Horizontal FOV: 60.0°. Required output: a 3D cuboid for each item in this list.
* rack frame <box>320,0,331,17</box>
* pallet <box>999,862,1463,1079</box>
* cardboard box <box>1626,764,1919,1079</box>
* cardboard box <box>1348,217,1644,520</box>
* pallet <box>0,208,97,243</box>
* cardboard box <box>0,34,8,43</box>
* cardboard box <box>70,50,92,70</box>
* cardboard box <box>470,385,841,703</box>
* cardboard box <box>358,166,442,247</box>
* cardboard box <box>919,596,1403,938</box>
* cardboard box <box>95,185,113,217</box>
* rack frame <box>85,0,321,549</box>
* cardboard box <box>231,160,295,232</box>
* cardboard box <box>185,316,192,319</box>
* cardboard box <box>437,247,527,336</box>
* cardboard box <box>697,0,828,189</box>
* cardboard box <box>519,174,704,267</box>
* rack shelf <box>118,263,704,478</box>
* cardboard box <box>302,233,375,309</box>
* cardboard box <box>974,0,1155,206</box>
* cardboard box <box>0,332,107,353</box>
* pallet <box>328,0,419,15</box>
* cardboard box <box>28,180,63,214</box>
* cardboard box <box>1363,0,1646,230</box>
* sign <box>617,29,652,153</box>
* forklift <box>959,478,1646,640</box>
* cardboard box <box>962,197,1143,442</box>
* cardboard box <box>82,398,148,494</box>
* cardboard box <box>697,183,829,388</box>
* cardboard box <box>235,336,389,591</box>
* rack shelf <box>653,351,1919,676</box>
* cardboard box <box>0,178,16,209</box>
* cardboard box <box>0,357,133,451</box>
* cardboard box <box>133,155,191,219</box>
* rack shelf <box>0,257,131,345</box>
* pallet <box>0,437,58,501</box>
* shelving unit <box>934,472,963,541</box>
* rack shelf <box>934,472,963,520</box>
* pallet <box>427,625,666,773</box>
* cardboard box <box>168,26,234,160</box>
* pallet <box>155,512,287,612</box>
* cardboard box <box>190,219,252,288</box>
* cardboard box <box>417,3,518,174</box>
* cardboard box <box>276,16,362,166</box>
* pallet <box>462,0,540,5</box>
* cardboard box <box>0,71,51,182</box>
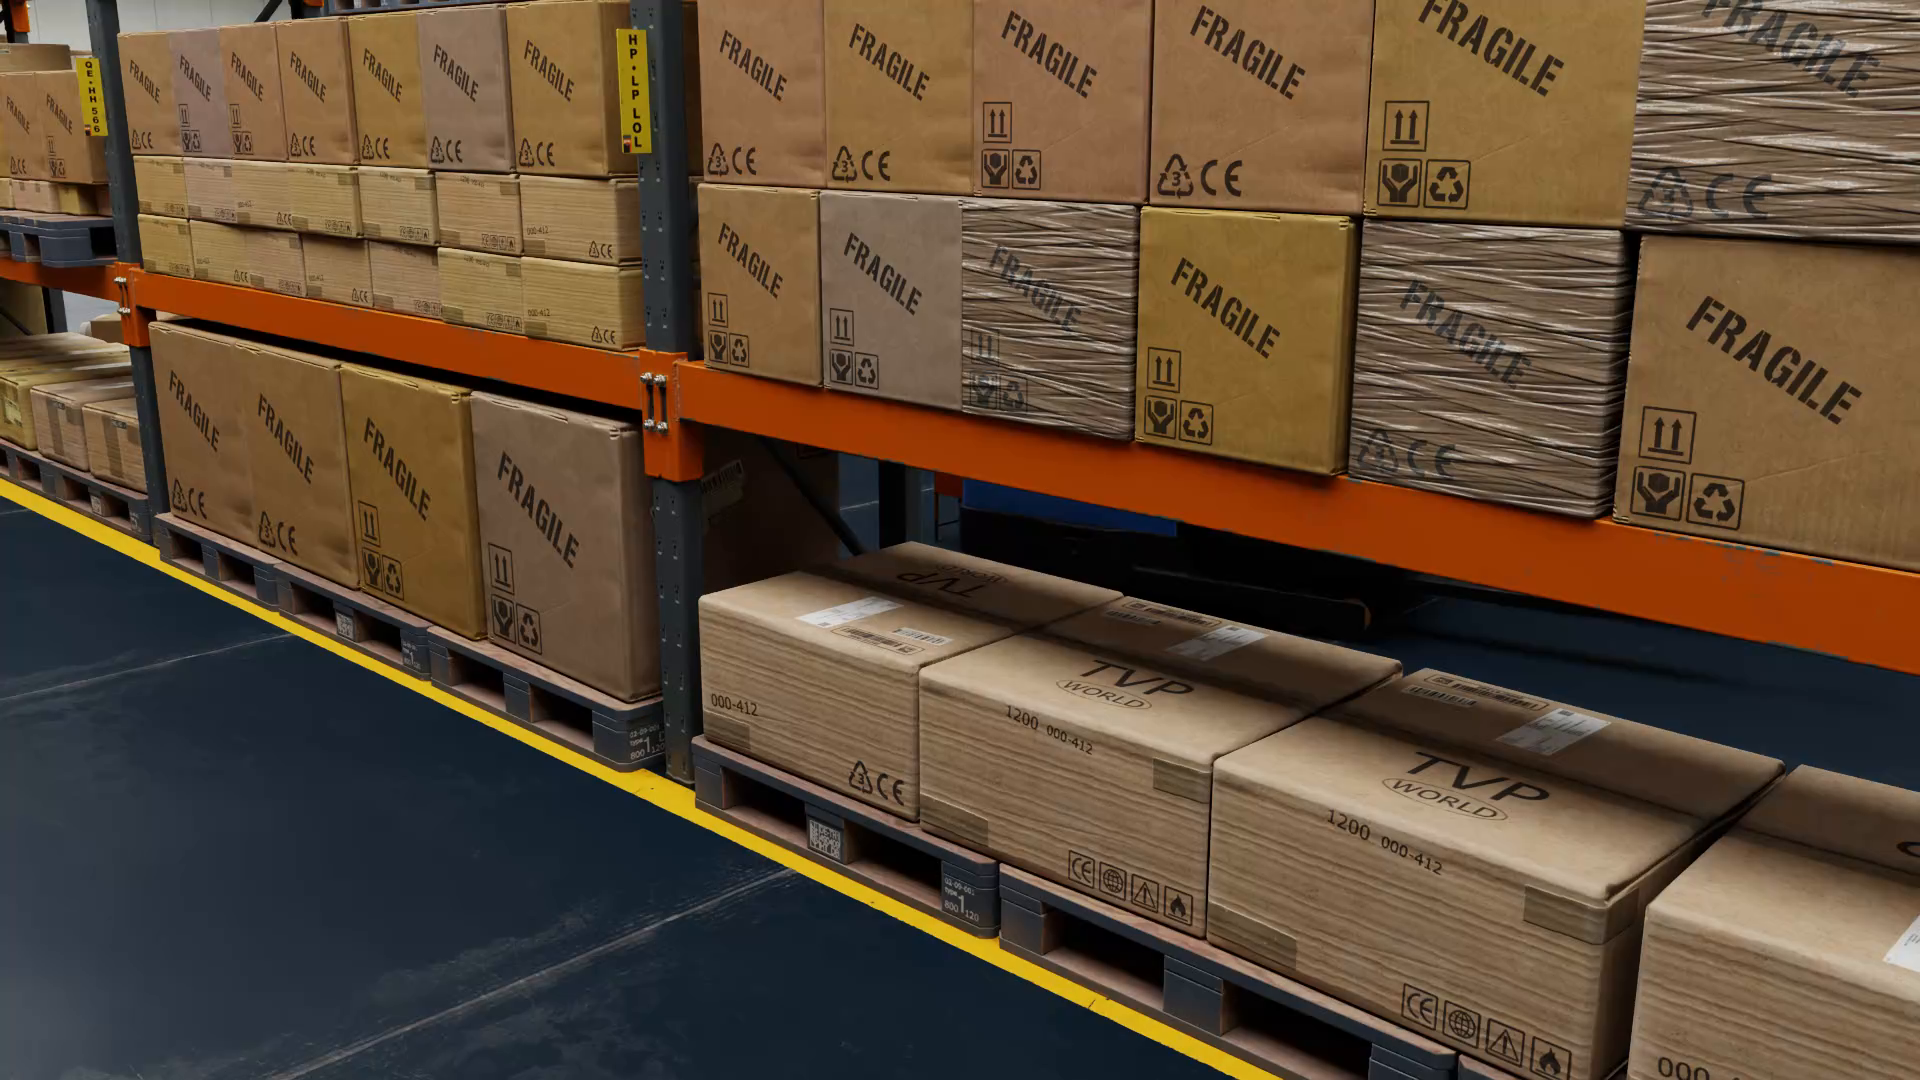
[{"bbox_3d":[-5.790,-3.816,16.627,0.127,3.000,1.000,14,20,42],"label":"rack frame"},{"bbox_3d":[0.861,0.911,4.018,1.213,0.211,1.003,14,20,42],"label":"pallet"},{"bbox_3d":[1.820,0.840,3.008,0.875,0.438,0.875,13,19,40],"label":"cardboard box"},{"bbox_3d":[1.106,-0.363,3.178,0.500,0.500,0.500,-14,20,-43],"label":"cardboard box"},{"bbox_3d":[-4.848,-1.746,9.063,1.213,0.211,1.003,14,20,42],"label":"pallet"},{"bbox_3d":[-6.440,-2.992,10.695,0.500,0.500,0.700,13,20,42],"label":"cardboard box"},{"bbox_3d":[-5.066,-2.707,9.465,0.250,0.149,0.380,13,19,40],"label":"cardboard box"},{"bbox_3d":[-1.017,-0.068,5.627,0.875,0.875,0.875,-14,20,-42],"label":"cardboard box"},{"bbox_3d":[-1.743,-1.177,5.808,0.500,0.250,0.500,-14,20,-43],"label":"cardboard box"},{"bbox_3d":[0.508,0.523,4.224,0.875,0.438,0.875,13,19,41],"label":"cardboard box"},{"bbox_3d":[-3.794,-1.596,7.773,0.380,0.149,0.250,-14,20,-42],"label":"cardboard box"},{"bbox_3d":[-3.394,-1.499,7.738,0.127,3.000,1.000,14,20,42],"label":"rack frame"},{"bbox_3d":[-2.479,-1.355,6.490,0.500,0.250,0.500,14,20,42],"label":"cardboard box"},{"bbox_3d":[-6.132,-1.844,14.010,0.637,0.503,0.797,1,15,4],"label":"cardboard box"},{"bbox_3d":[-1.378,-0.849,5.539,0.500,0.250,0.500,13,20,41],"label":"cardboard box"},{"bbox_3d":[-0.340,-1.204,4.424,0.500,0.500,0.500,14,20,43],"label":"cardboard box"},{"bbox_3d":[-1.001,-1.002,5.134,0.500,0.250,0.500,14,20,42],"label":"cardboard box"},{"bbox_3d":[-1.955,-0.801,6.485,4.000,0.370,1.077,14,20,42],"label":"rack shelf"},{"bbox_3d":[-2.103,-1.030,6.235,0.500,0.250,0.500,14,20,42],"label":"cardboard box"},{"bbox_3d":[0.380,-1.023,3.728,0.500,0.500,0.500,-14,20,-43],"label":"cardboard box"},{"bbox_3d":[-5.894,-1.040,10.352,0.625,0.372,0.950,14,20,43],"label":"cardboard box"},{"bbox_3d":[-5.249,-5.096,15.769,1.213,0.211,1.003,14,20,42],"label":"pallet"},{"bbox_3d":[-4.249,-1.666,8.040,0.250,0.149,0.380,13,20,42],"label":"cardboard box"},{"bbox_3d":[1.102,-0.846,3.049,0.500,0.500,0.500,14,20,42],"label":"cardboard box"},{"bbox_3d":[-0.884,-1.221,4.531,0.005,0.325,0.100,14,20,42],"label":"sign"},{"bbox_3d":[1.525,-1.183,6.658,3.031,2.935,1.130,9,17,30],"label":"forklift"},{"bbox_3d":[0.354,-0.541,3.861,0.500,0.500,0.500,14,20,43],"label":"cardboard box"},{"bbox_3d":[-3.794,-0.532,8.403,0.625,0.372,0.950,12,19,39],"label":"cardboard box"},{"bbox_3d":[-0.359,-0.718,4.541,0.500,0.500,0.500,-14,20,-42],"label":"cardboard box"},{"bbox_3d":[-2.316,-0.382,6.829,0.875,0.875,0.875,14,20,43],"label":"cardboard box"},{"bbox_3d":[0.925,-0.101,3.798,4.000,0.370,1.077,14,20,42],"label":"rack shelf"},{"bbox_3d":[-4.633,-1.757,8.390,0.250,0.149,0.380,14,20,43],"label":"cardboard box"},{"bbox_3d":[-4.873,-0.793,9.406,0.950,0.372,0.625,-14,20,-42],"label":"cardboard box"},{"bbox_3d":[-3.201,-1.535,7.181,0.500,0.250,0.500,13,20,42],"label":"cardboard box"},{"bbox_3d":[-4.834,-1.501,9.172,4.000,0.370,1.077,14,20,42],"label":"rack shelf"},{"bbox_3d":[-4.830,-0.501,9.435,1.213,0.211,1.003,14,20,42],"label":"pallet"},{"bbox_3d":[0.039,-0.499,7.764,0.252,1.050,0.215,14,20,42],"label":"shelving unit"},{"bbox_3d":[0.039,-0.219,7.837,0.240,0.259,0.215,14,20,42],"label":"rack shelf"},{"bbox_3d":[-1.123,0.429,5.868,1.213,0.211,1.003,14,20,42],"label":"pallet"},{"bbox_3d":[-2.845,-1.816,6.771,0.500,0.500,0.500,14,20,42],"label":"cardboard box"},{"bbox_3d":[-2.879,0.002,7.507,1.213,0.211,1.003,14,20,42],"label":"pallet"},{"bbox_3d":[-2.835,-1.209,6.920,0.500,0.250,0.500,13,19,41],"label":"cardboard box"},{"bbox_3d":[-1.388,-1.453,5.380,0.500,0.500,0.500,-14,20,-43],"label":"cardboard box"},{"bbox_3d":[-2.123,-1.634,6.071,0.500,0.500,0.500,14,20,43],"label":"cardboard box"},{"bbox_3d":[-3.492,-4.669,14.130,1.213,0.211,1.003,14,20,42],"label":"pallet"},{"bbox_3d":[-4.294,-2.013,8.086,0.500,0.500,0.500,13,20,41],"label":"cardboard box"}]
